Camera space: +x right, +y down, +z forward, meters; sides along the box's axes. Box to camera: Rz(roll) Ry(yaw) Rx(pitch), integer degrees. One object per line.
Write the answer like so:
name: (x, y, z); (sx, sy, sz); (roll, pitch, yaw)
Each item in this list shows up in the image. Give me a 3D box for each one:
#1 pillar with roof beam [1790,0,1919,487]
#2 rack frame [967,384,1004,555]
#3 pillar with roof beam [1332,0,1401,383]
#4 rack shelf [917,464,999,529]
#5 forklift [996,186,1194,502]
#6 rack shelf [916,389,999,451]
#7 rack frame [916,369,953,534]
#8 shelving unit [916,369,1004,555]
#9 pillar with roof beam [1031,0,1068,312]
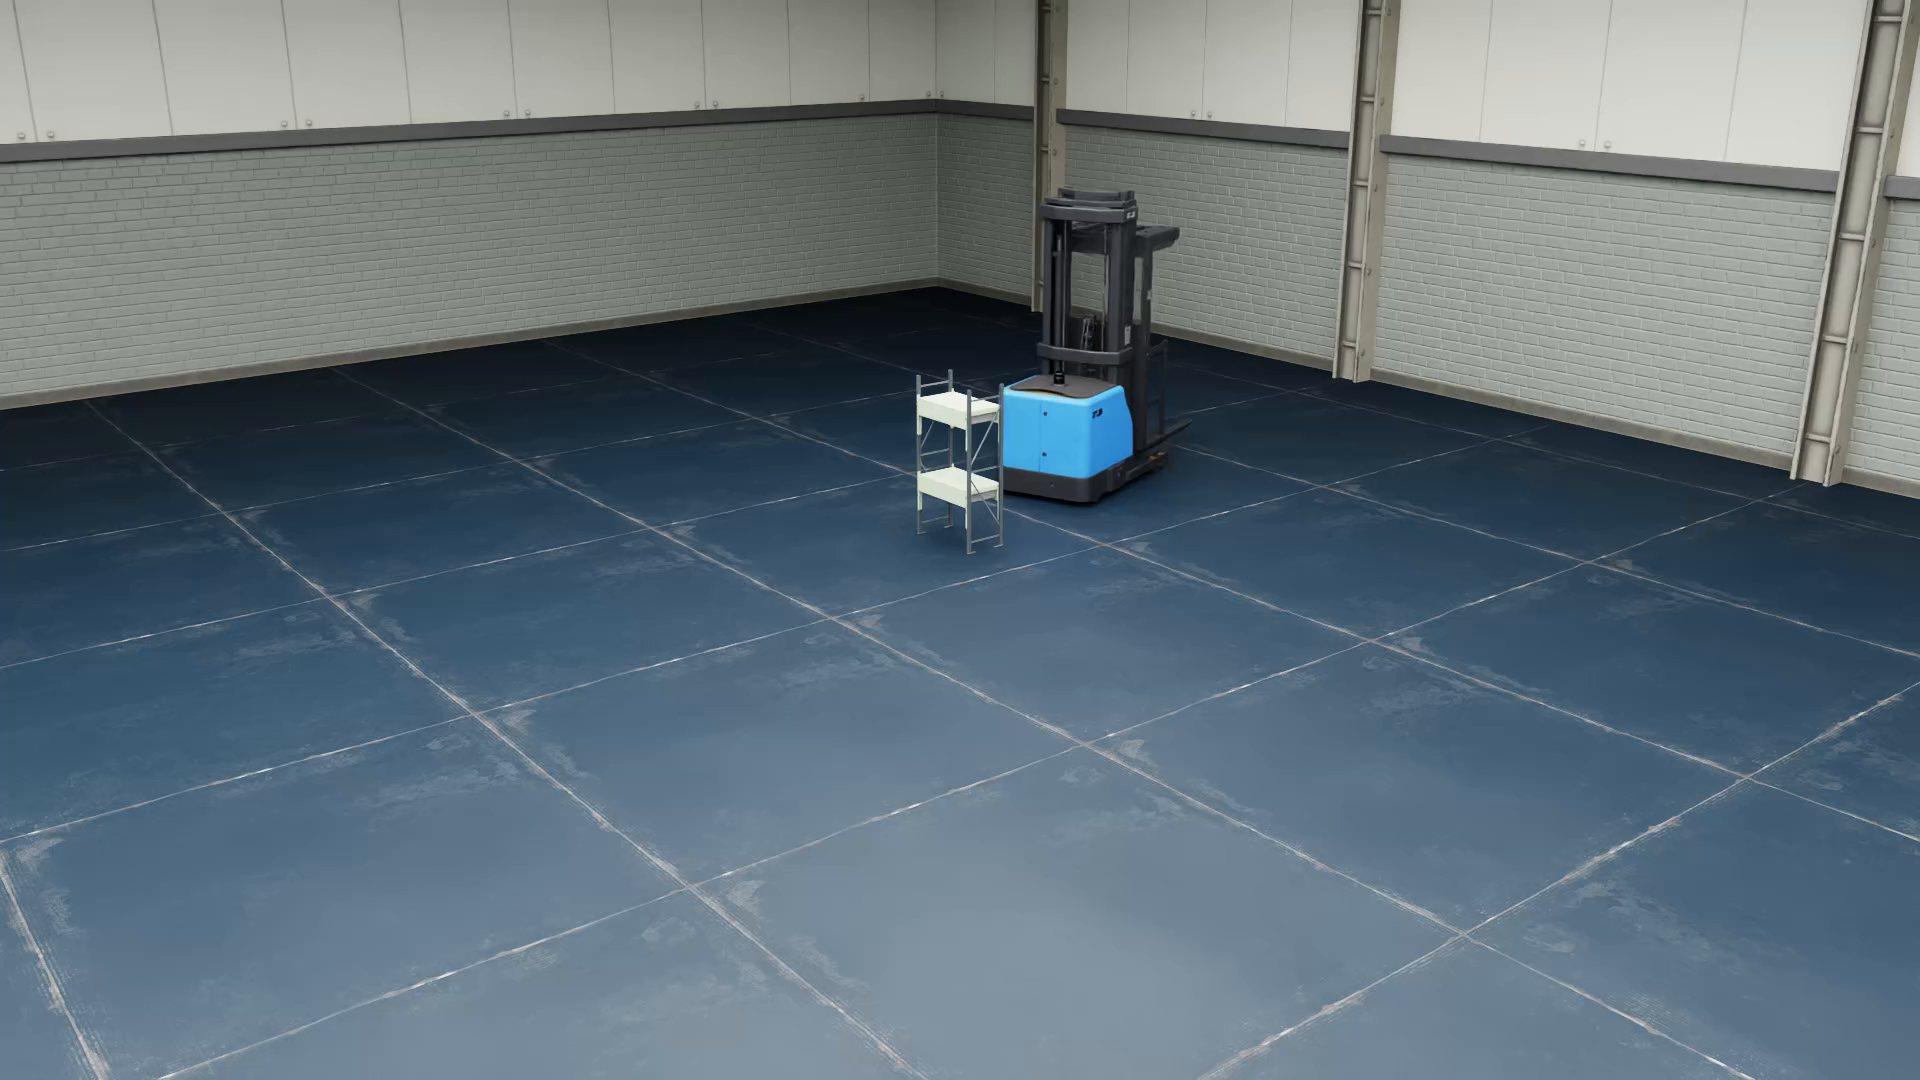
pillar with roof beam: (5.434, -4.050, 13.166); (9.100, 9.000, 0.400); (-14, 23, -36)
rack frame: (0.223, -0.623, 14.747); (0.400, 1.500, 0.023); (-14, 23, -36)
pillar with roof beam: (1.708, -5.529, 17.631); (9.100, 9.000, 0.400); (-14, 23, -36)
rack shelf: (-0.004, -0.404, 15.122); (0.431, 0.370, 0.720); (-14, 23, -36)
forklift: (1.548, -2.167, 17.133); (1.130, 2.935, 3.031); (11, 21, 29)
rack shelf: (-0.004, -1.084, 14.897); (0.431, 0.370, 0.720); (-14, 23, -36)
rack frame: (-0.231, -0.804, 15.292); (0.400, 1.500, 0.023); (-14, 23, -36)
shelving unit: (-0.004, -0.714, 15.019); (0.431, 1.500, 0.755); (-14, 23, -36)
pillar with roof beam: (-2.017, -7.007, 22.096); (9.100, 9.000, 0.400); (-14, 23, -36)
